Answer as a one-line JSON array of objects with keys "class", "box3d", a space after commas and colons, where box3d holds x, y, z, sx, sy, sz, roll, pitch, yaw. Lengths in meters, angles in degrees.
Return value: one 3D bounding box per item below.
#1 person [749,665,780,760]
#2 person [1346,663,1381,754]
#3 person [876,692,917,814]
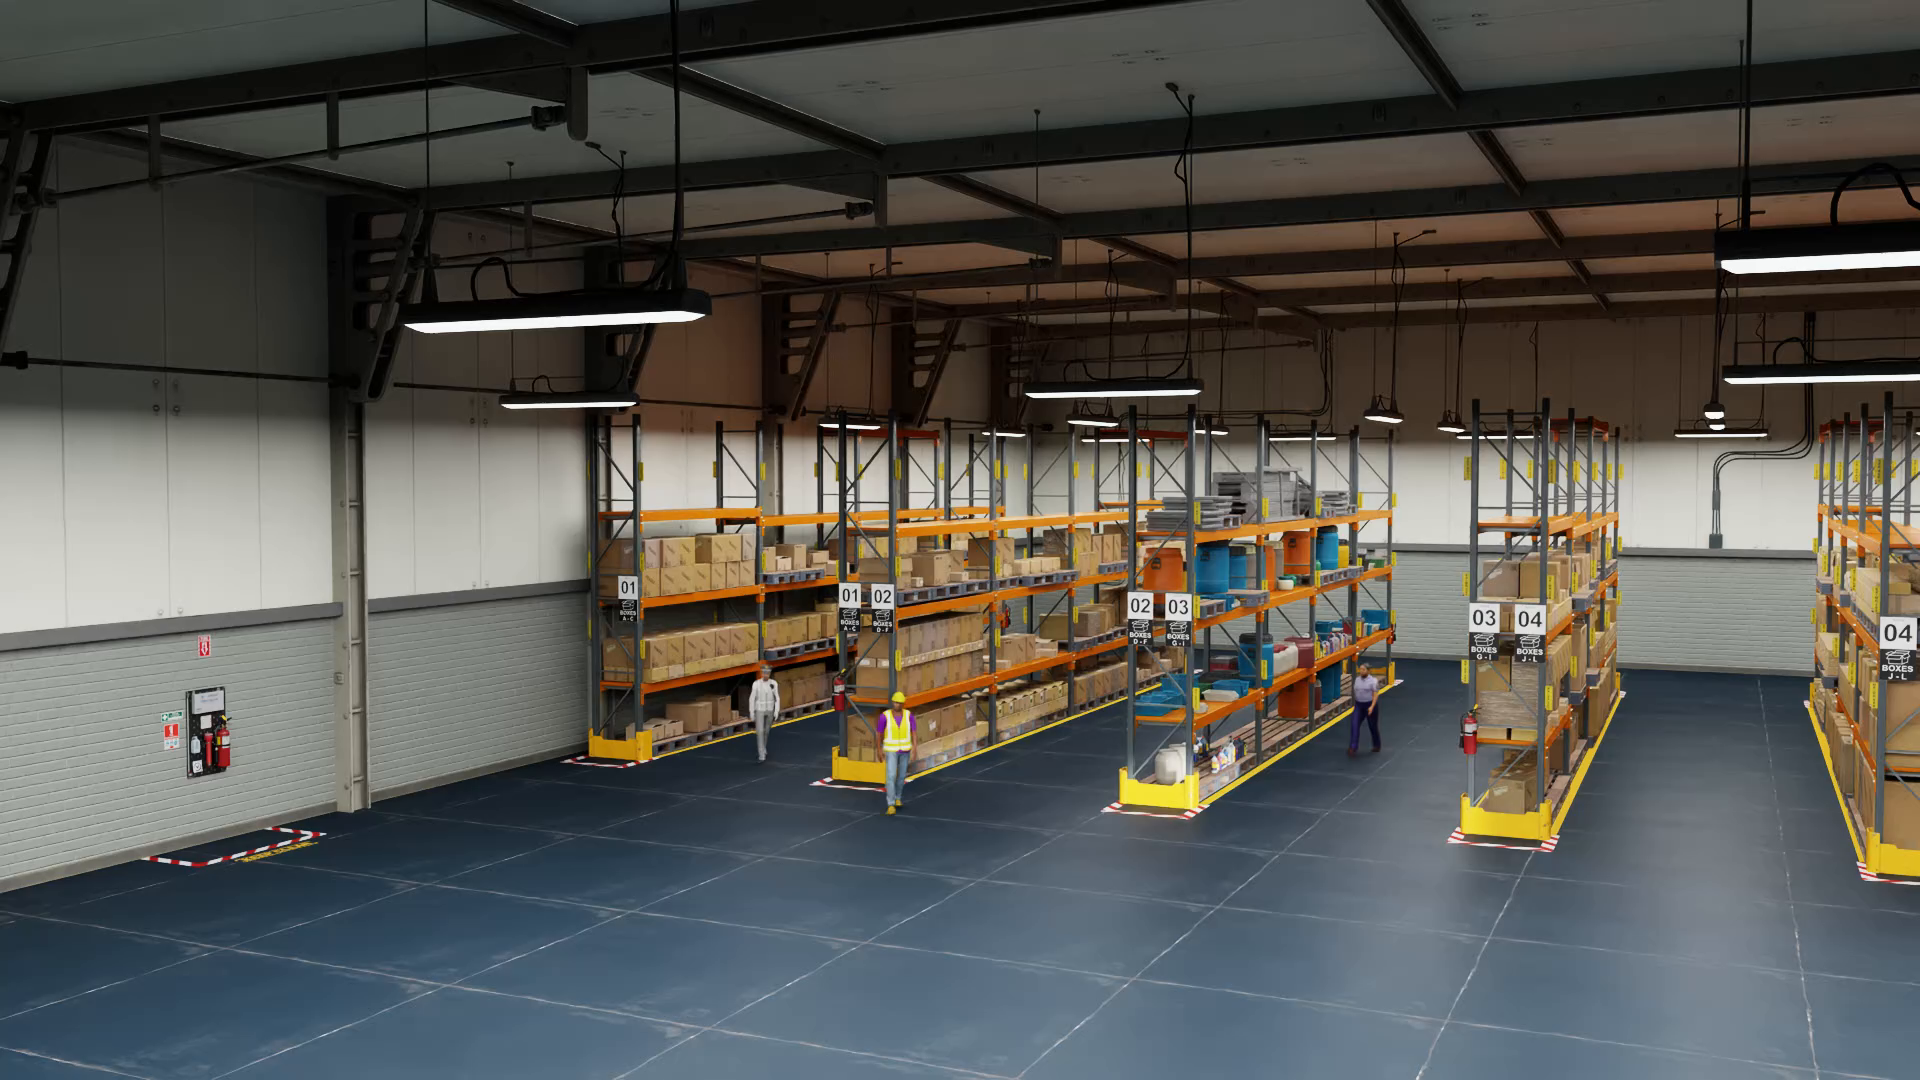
[{"class": "person", "box3d": [-3.382, 2.977, 28.892, 0.512, 1.616, 0.974, -1, 3, -25]}, {"class": "person", "box3d": [7.142, 2.972, 29.364, 0.501, 1.596, 0.941, 2, 3, 40]}, {"class": "person", "box3d": [-0.905, 3.105, 24.473, 0.588, 1.727, 0.883, -1, 2, -19]}]
